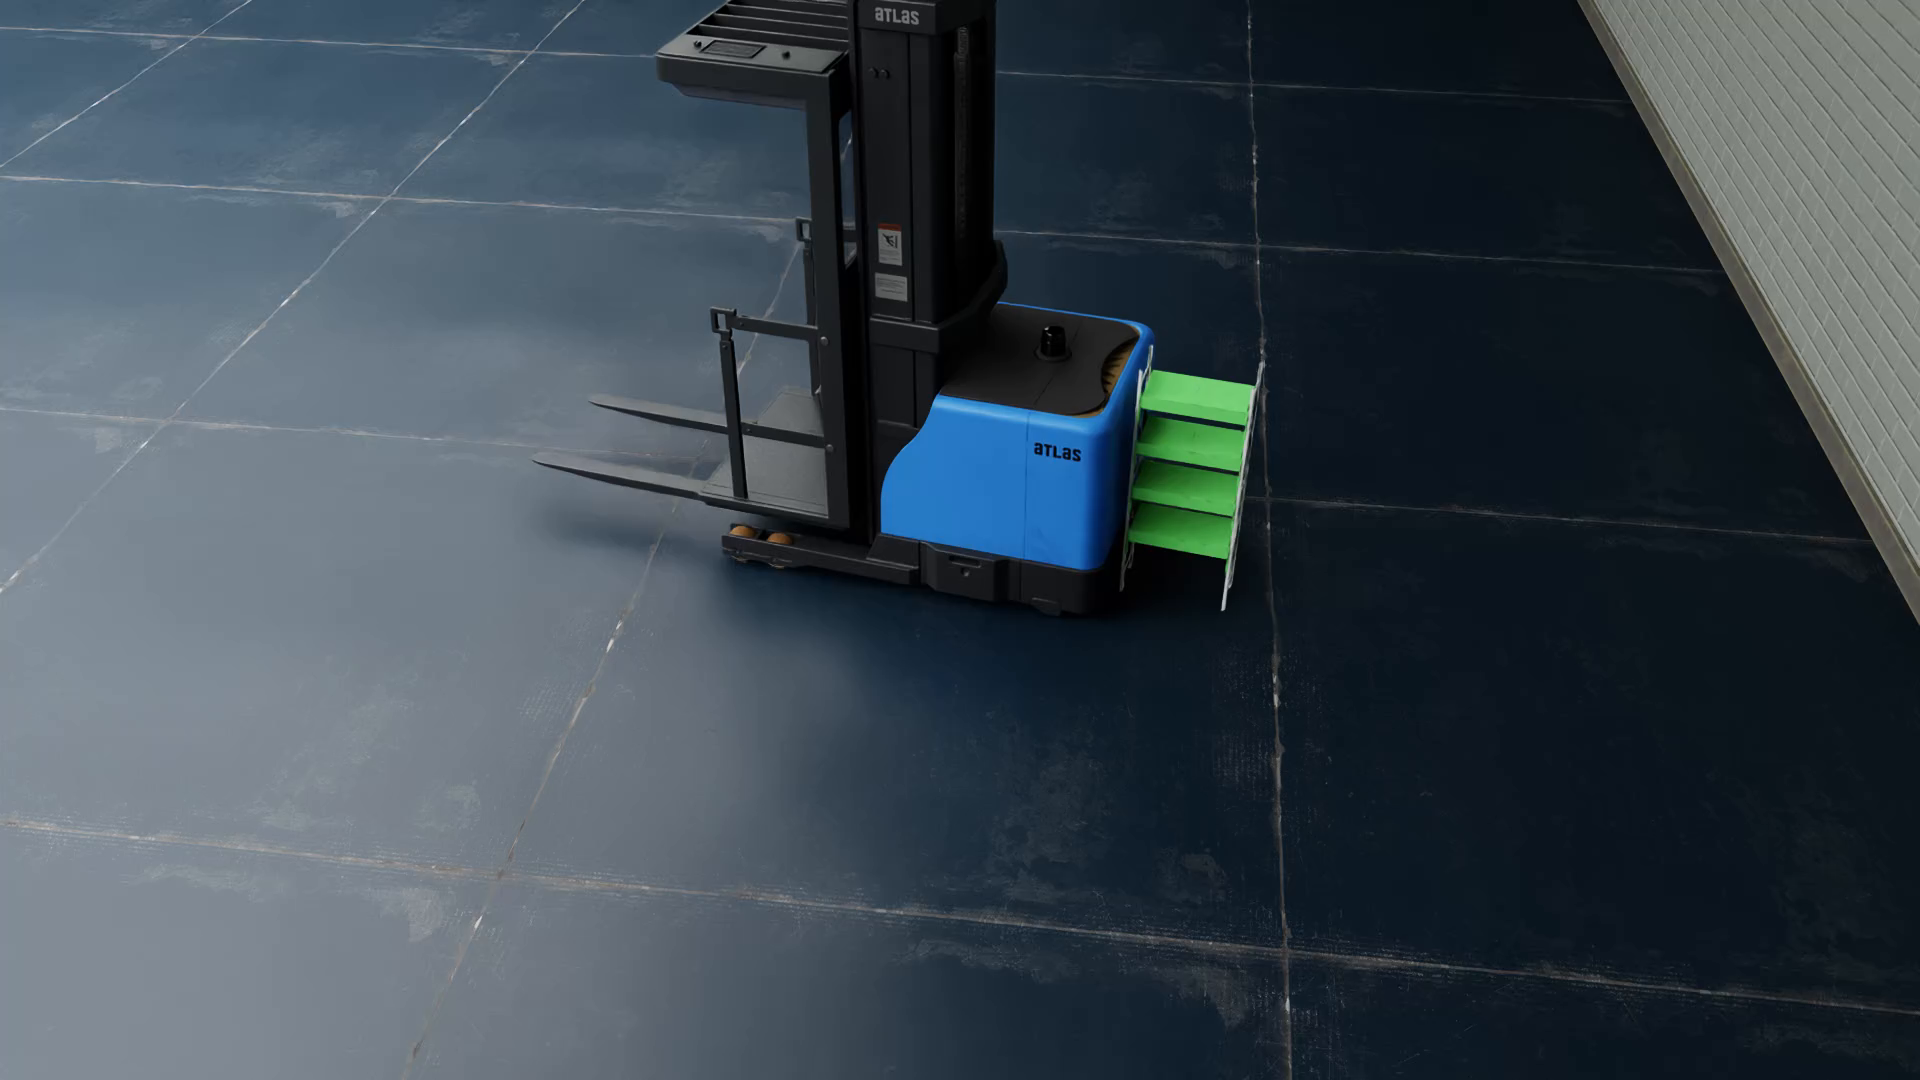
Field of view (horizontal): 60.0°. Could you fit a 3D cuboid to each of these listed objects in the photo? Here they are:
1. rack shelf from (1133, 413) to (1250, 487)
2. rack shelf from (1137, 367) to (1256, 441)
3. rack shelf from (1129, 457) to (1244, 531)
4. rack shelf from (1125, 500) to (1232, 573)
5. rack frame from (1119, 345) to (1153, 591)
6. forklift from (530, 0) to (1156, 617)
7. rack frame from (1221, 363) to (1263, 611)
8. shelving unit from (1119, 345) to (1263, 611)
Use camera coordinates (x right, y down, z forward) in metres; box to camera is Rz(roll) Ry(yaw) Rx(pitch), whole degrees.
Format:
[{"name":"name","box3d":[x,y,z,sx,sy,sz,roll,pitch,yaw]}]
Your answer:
[{"name":"rack shelf","box3d":[1.043,-0.409,7.479,0.480,0.148,0.258,11,37,13]},{"name":"rack shelf","box3d":[1.047,-0.603,7.339,0.480,0.148,0.258,11,37,13]},{"name":"rack shelf","box3d":[1.040,-0.214,7.620,0.480,0.148,0.258,11,37,13]},{"name":"rack shelf","box3d":[1.036,-0.019,7.760,0.480,0.148,0.258,11,37,13]},{"name":"rack frame","box3d":[0.807,-0.310,7.637,0.015,1.200,0.240,11,37,13]},{"name":"forklift","box3d":[-0.641,-1.337,7.601,3.031,2.935,1.130,11,37,14]},{"name":"rack frame","box3d":[1.274,-0.221,7.527,0.015,1.200,0.240,11,37,13]},{"name":"shelving unit","box3d":[1.041,-0.266,7.582,0.503,1.200,0.258,11,37,13]}]
